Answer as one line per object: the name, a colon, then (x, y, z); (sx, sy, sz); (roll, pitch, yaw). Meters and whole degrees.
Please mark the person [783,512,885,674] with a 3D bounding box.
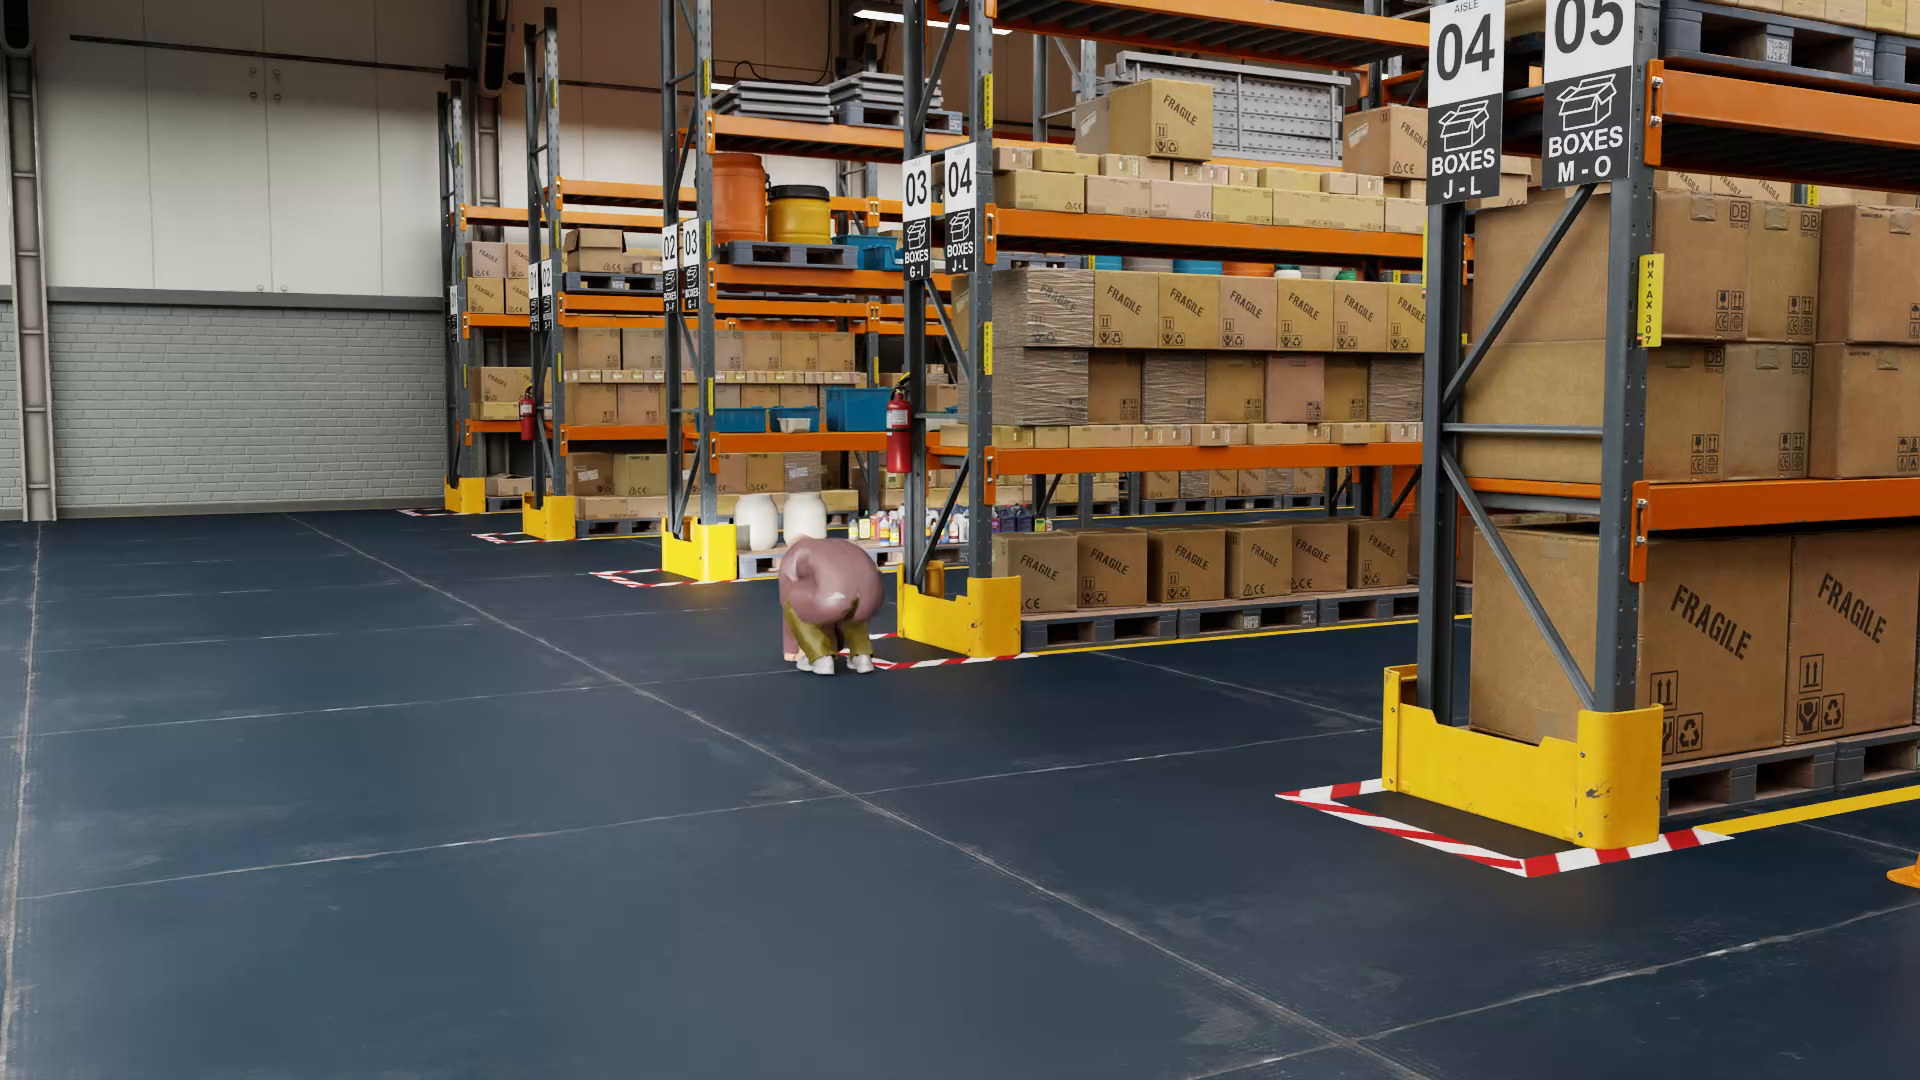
person: (-0.796, 0.296, 10.049); (0.594, 0.951, 0.945); (-2, 5, -27)
